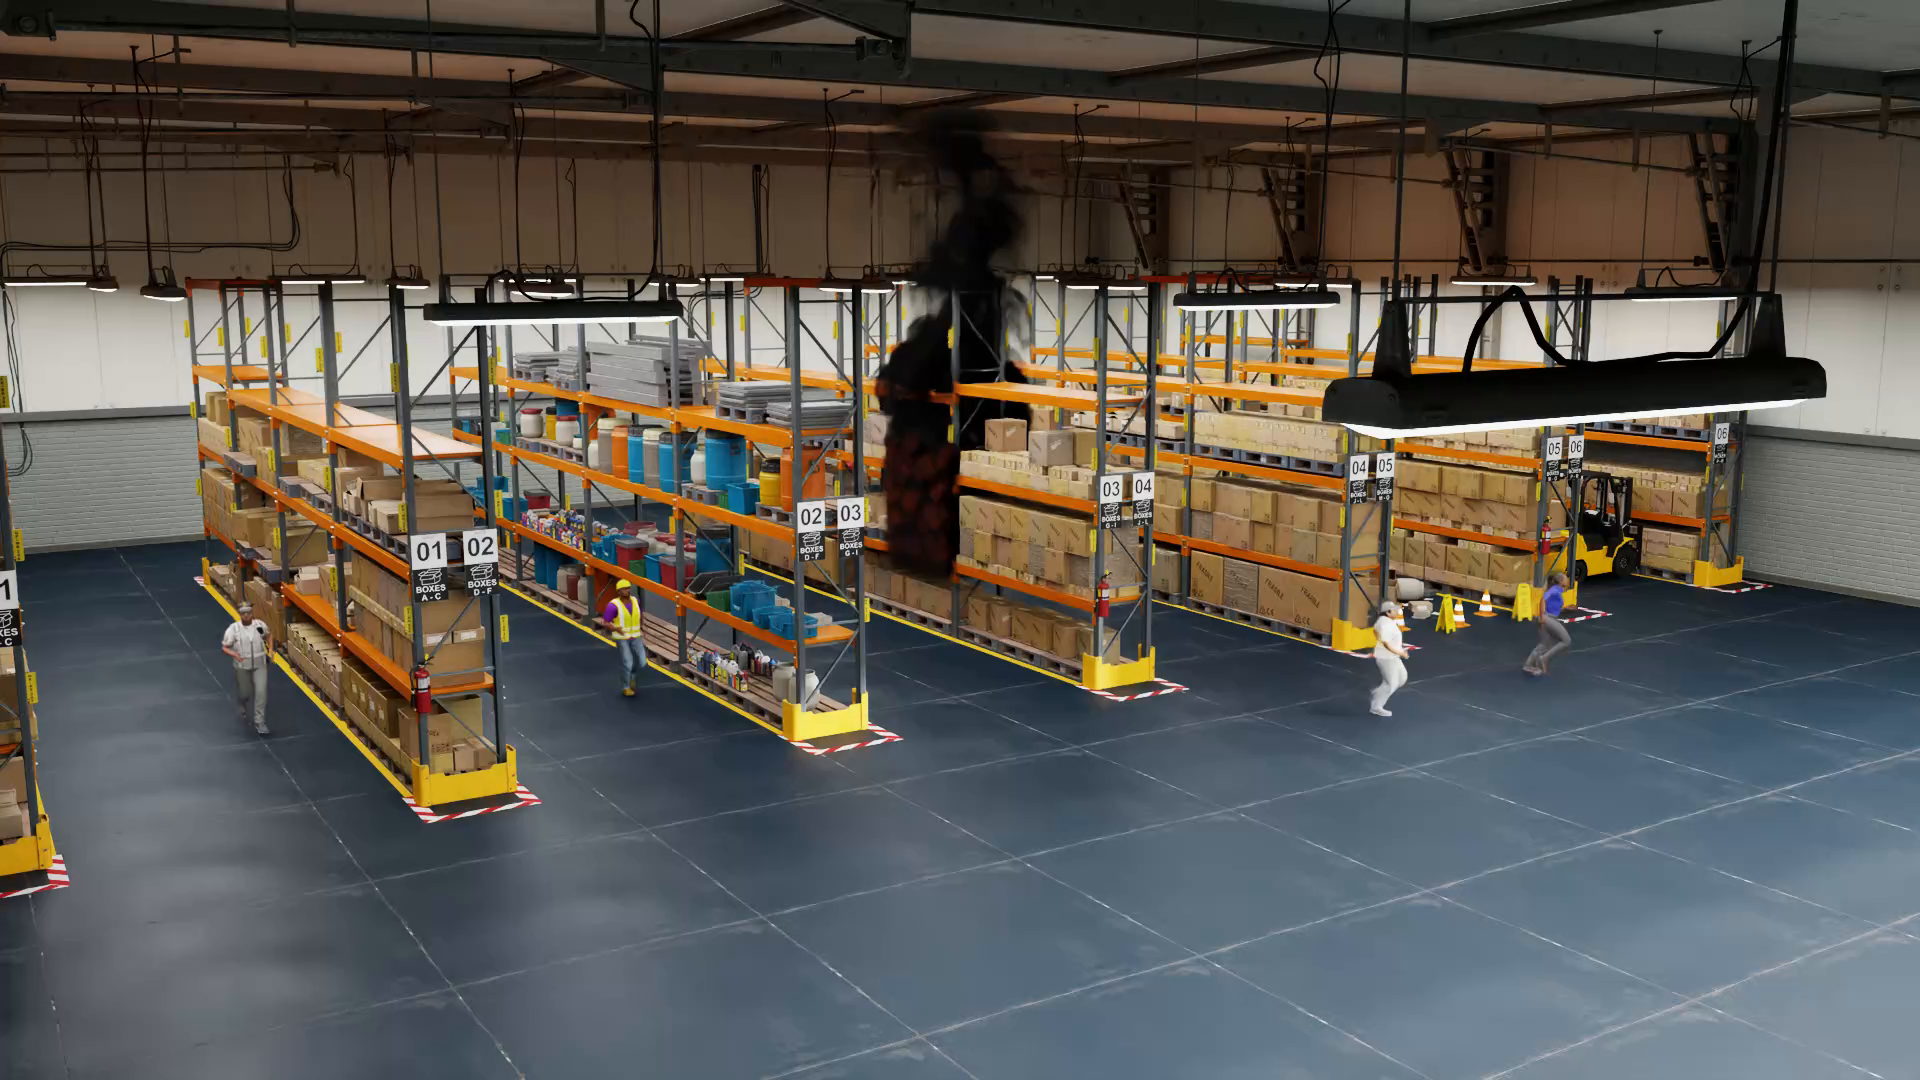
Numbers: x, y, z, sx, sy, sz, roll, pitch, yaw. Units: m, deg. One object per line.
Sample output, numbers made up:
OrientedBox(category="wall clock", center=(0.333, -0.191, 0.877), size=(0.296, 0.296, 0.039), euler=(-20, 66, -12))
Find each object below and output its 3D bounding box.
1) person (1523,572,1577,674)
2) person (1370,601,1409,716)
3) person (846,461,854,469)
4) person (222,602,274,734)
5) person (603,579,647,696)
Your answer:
OrientedBox(category="person", center=(9.063, 1.271, 25.509), size=(0.756, 1.584, 0.529), euler=(1, 10, 7))
OrientedBox(category="person", center=(6.034, 1.652, 23.335), size=(0.497, 1.630, 0.616), euler=(2, 10, 10))
OrientedBox(category="person", center=(-2.894, -1.386, 41.258), size=(0.674, 1.738, 0.644), euler=(4, 10, 24))
OrientedBox(category="person", center=(-9.660, 1.702, 22.659), size=(0.677, 1.759, 0.965), euler=(-6, 11, -32))
OrientedBox(category="person", center=(-4.842, 1.429, 24.308), size=(0.692, 1.719, 0.589), euler=(-8, 12, -38))
